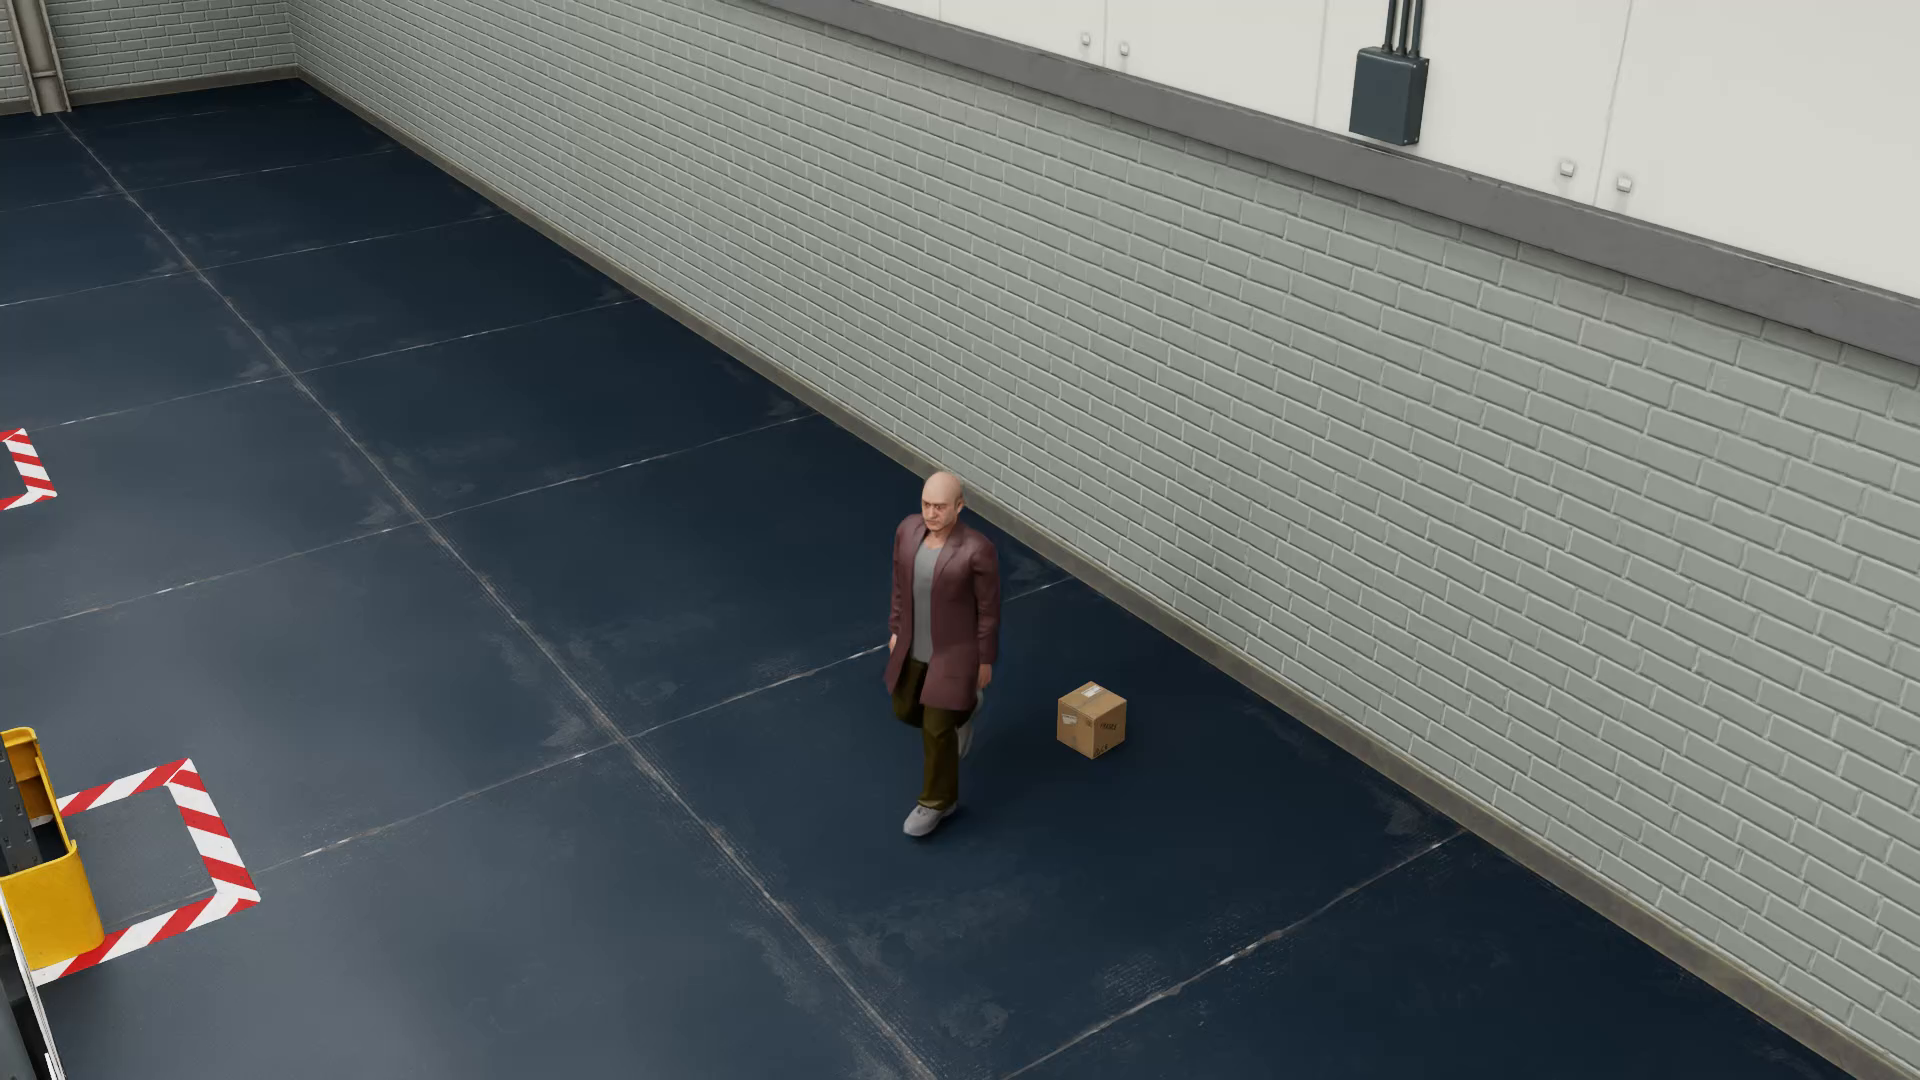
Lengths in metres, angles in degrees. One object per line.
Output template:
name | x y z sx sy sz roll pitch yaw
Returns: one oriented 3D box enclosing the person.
person | -0.068 0.467 7.730 0.581 1.758 0.817 19 33 31
